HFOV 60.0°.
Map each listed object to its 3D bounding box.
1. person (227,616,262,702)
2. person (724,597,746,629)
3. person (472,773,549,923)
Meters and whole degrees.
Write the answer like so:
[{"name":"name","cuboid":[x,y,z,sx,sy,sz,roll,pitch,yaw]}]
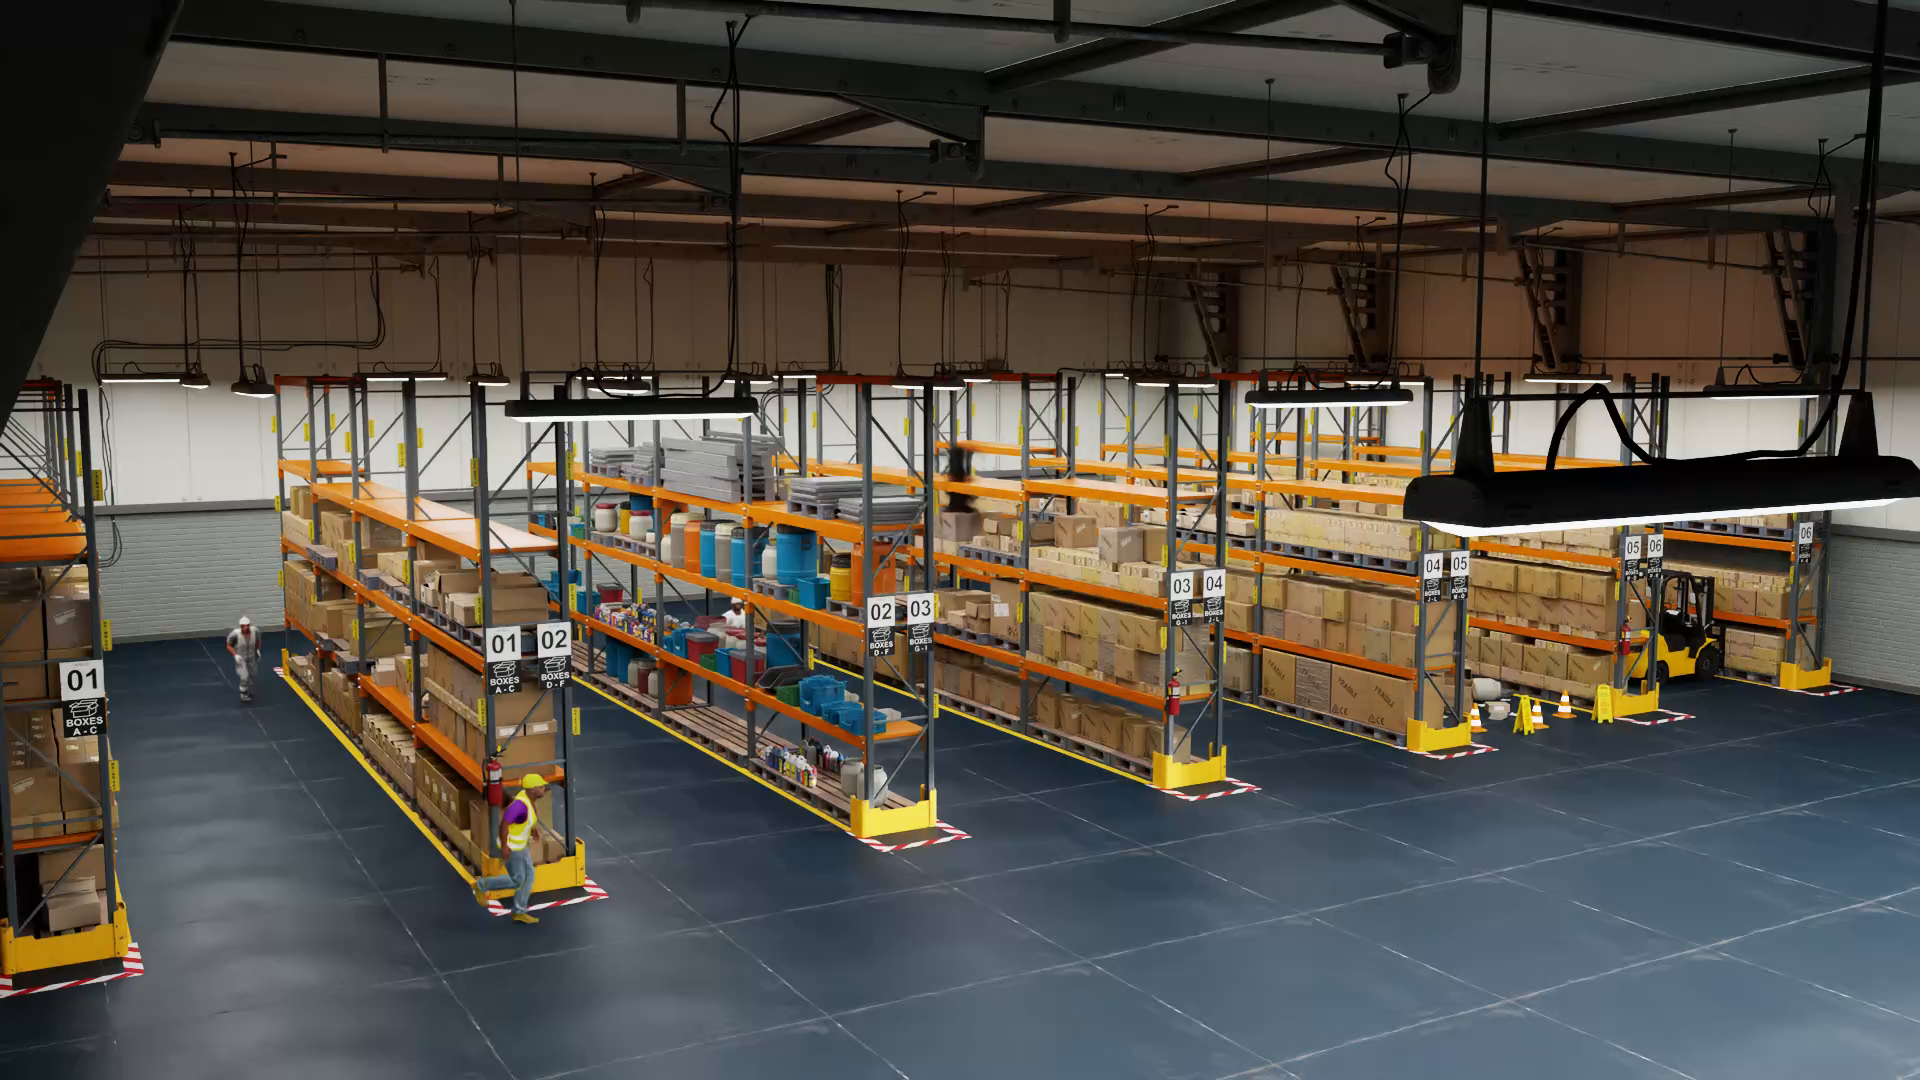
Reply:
[{"name":"person","cuboid":[-13.187,2.172,30.655,0.917,1.627,0.681,5,8,40]},{"name":"person","cuboid":[-4.271,1.974,31.833,0.666,1.824,0.852,-4,8,-35]},{"name":"person","cuboid":[-5.056,3.466,18.721,0.874,1.695,0.704,0,6,-4]}]
